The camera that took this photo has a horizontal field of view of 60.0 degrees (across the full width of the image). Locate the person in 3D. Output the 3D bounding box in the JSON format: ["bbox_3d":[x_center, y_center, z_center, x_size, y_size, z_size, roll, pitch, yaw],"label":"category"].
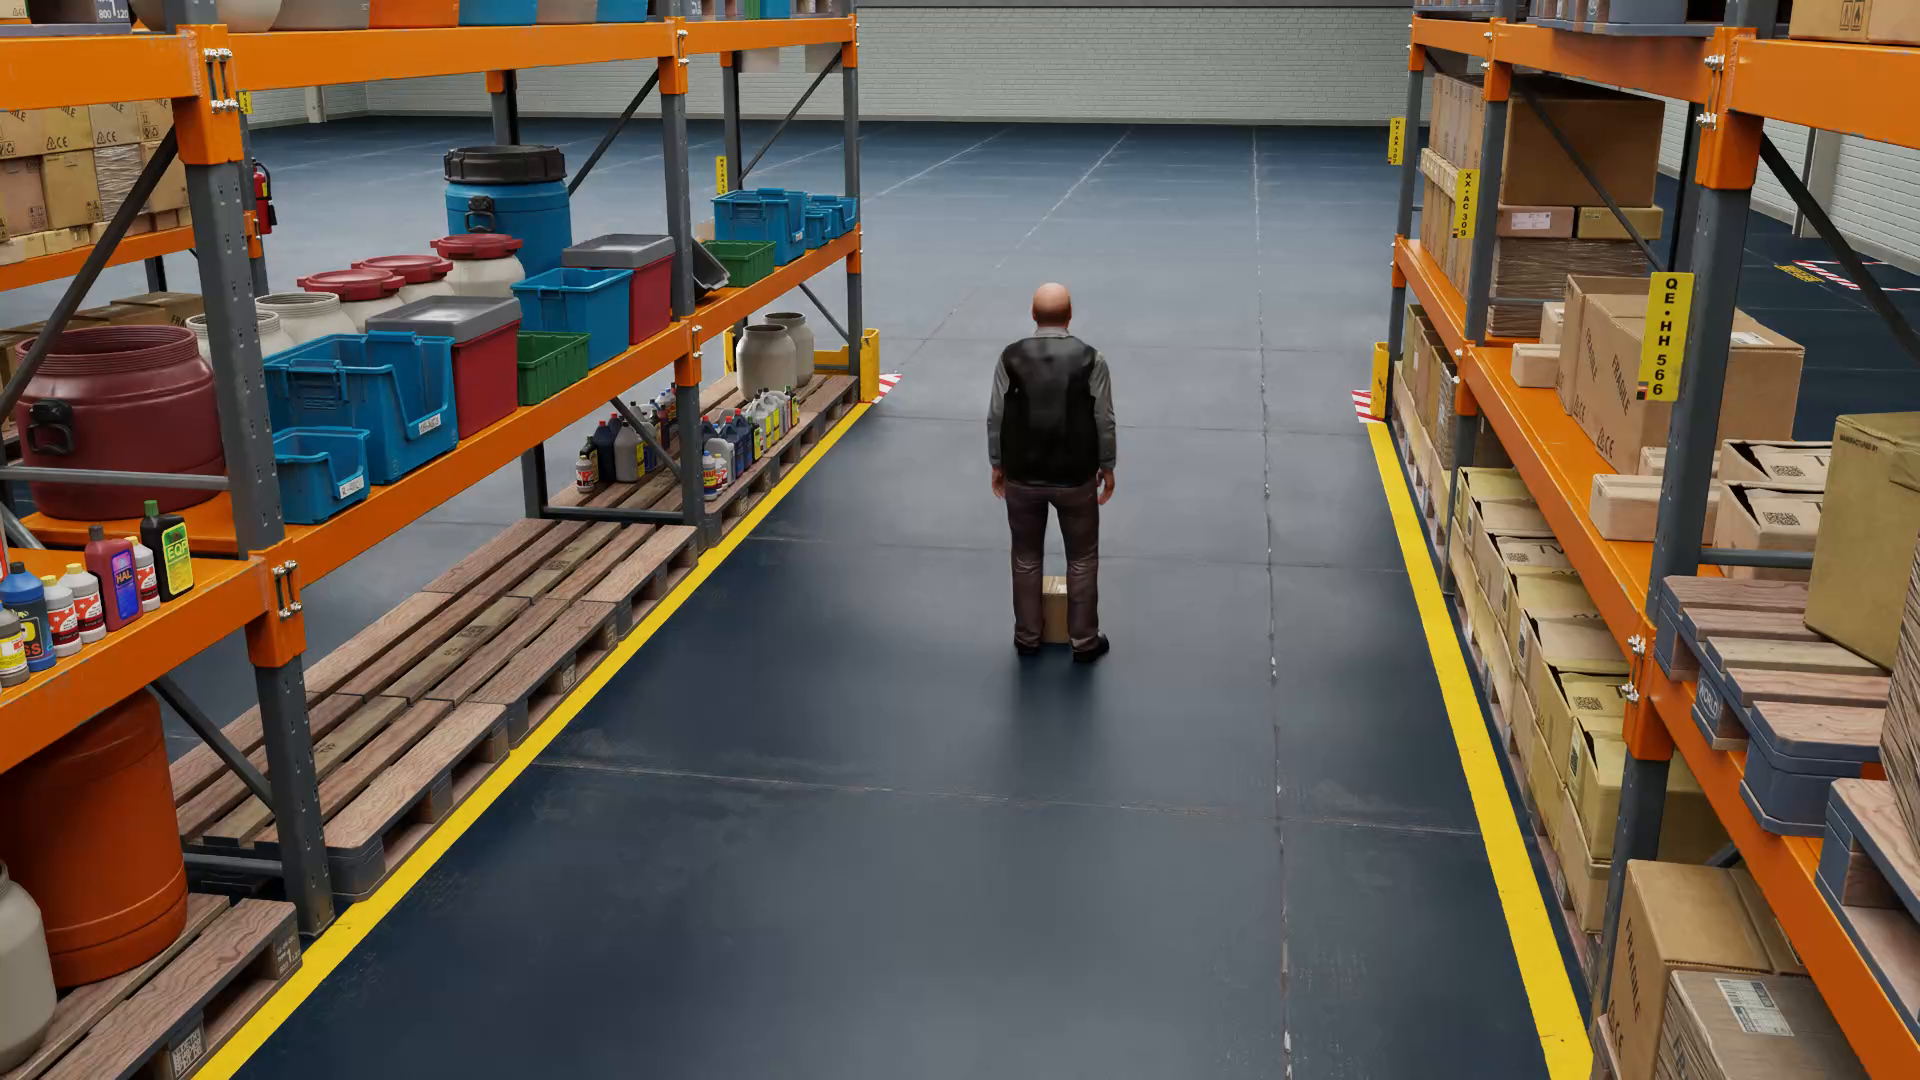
[{"bbox_3d":[0.413,-0.290,7.497,0.580,1.721,0.463,3,18,9],"label":"person"}]
